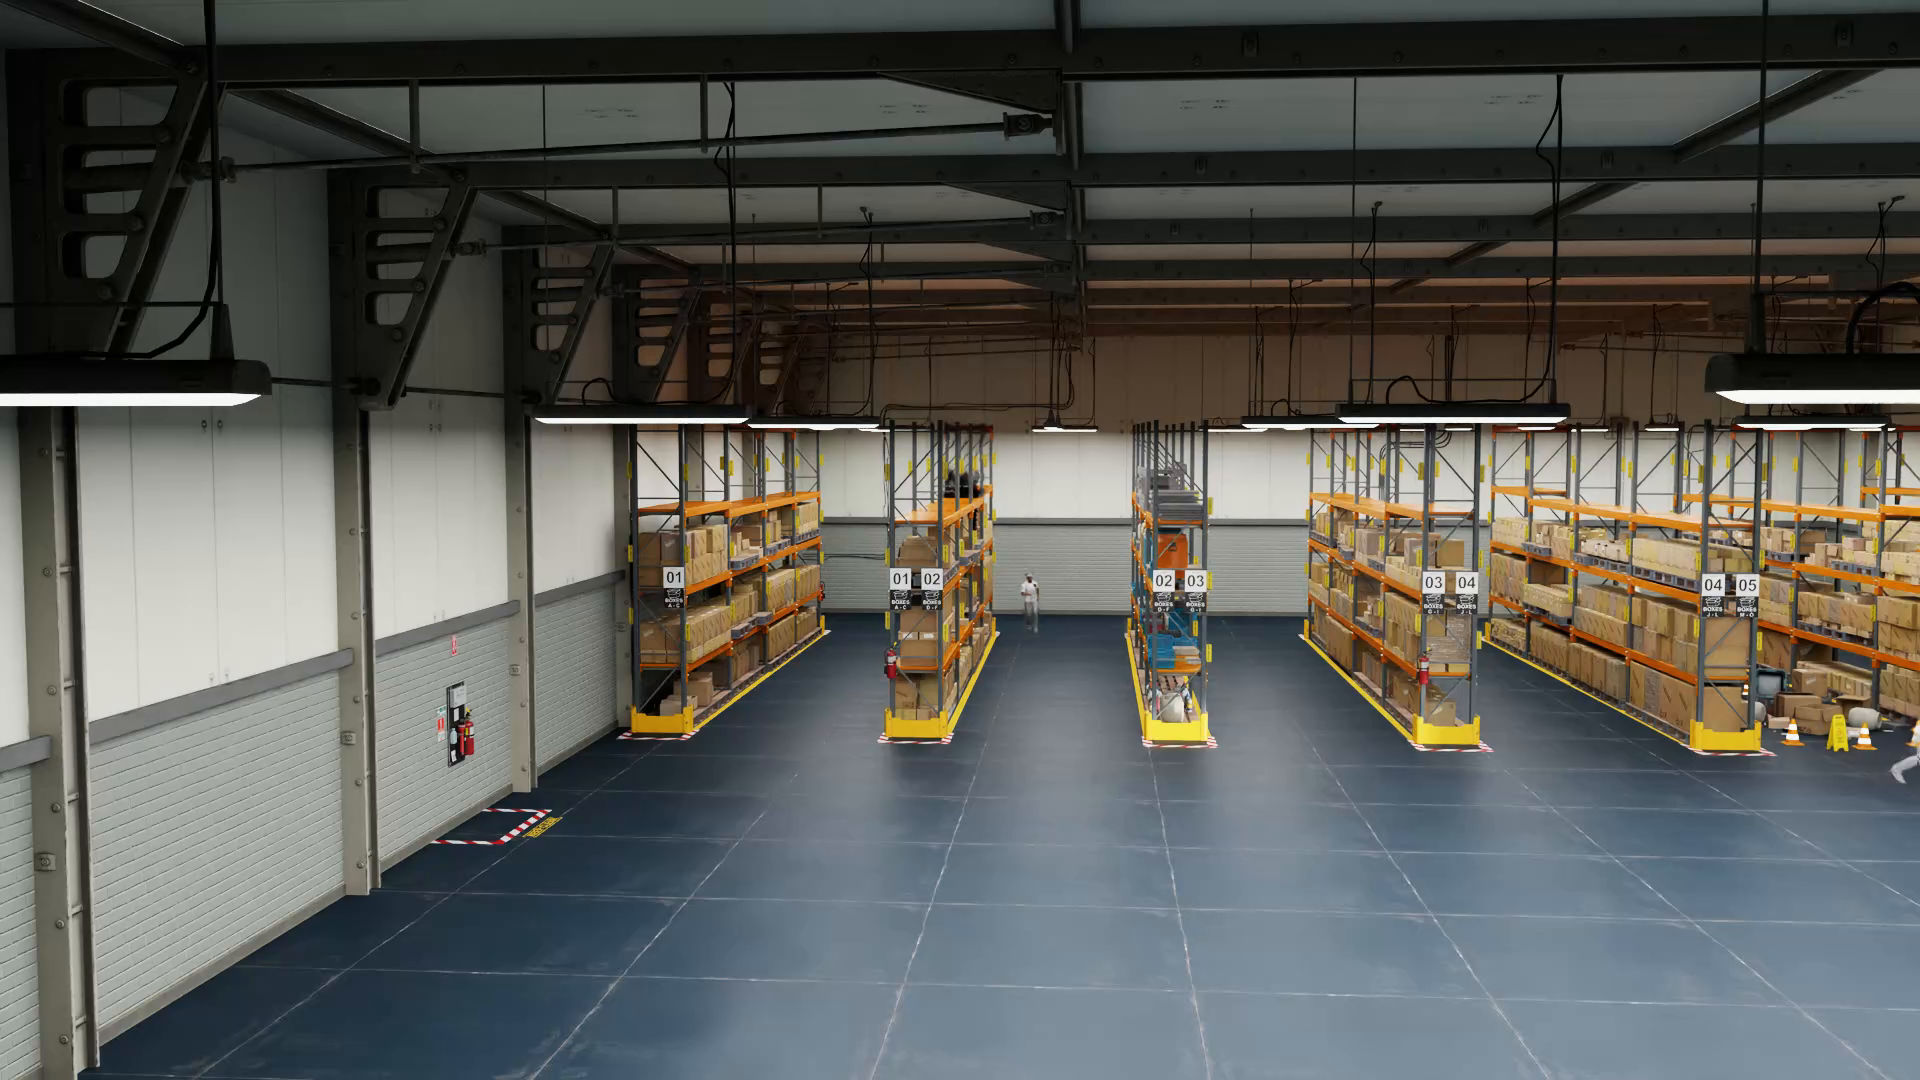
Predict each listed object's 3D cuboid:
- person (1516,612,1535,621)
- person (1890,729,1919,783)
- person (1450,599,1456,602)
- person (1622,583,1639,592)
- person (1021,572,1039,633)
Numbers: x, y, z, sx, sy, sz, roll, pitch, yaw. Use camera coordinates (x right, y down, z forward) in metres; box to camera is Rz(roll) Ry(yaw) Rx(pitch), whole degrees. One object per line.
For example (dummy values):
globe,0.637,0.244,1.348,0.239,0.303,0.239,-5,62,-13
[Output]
person,16.147,1.951,47.416,0.689,1.596,0.673,3,5,37
person,15.557,3.208,26.732,1.055,1.715,0.741,3,5,43
person,13.518,1.960,46.333,0.732,1.709,0.746,2,4,30
person,18.985,1.854,47.379,0.742,1.788,0.730,1,4,14
person,1.959,1.732,46.579,0.543,1.674,0.787,0,4,-5
